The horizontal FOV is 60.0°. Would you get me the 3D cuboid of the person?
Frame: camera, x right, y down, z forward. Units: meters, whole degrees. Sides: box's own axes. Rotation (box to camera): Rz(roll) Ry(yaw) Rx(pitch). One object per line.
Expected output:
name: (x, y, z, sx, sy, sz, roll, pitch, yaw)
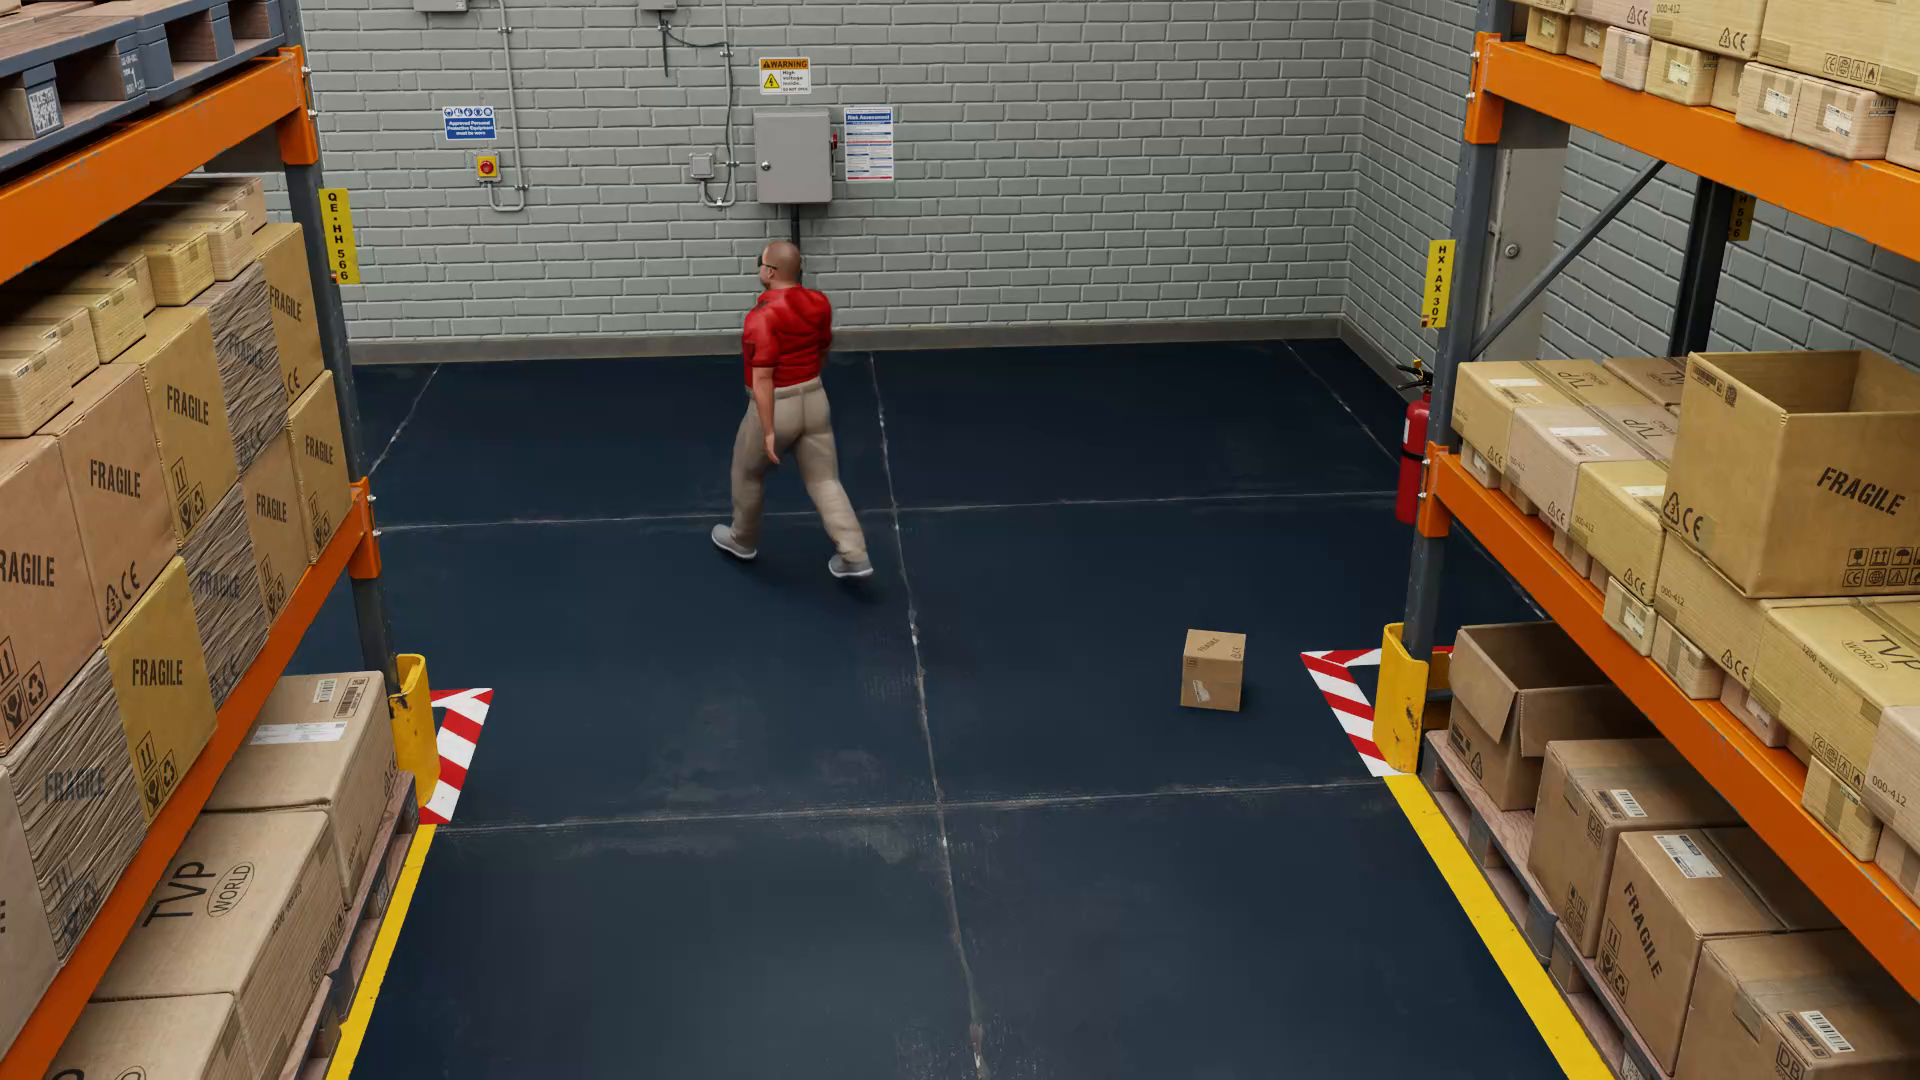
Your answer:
person: (-0.845, -0.634, 8.070, 0.536, 1.671, 1.066, -19, 30, -37)
